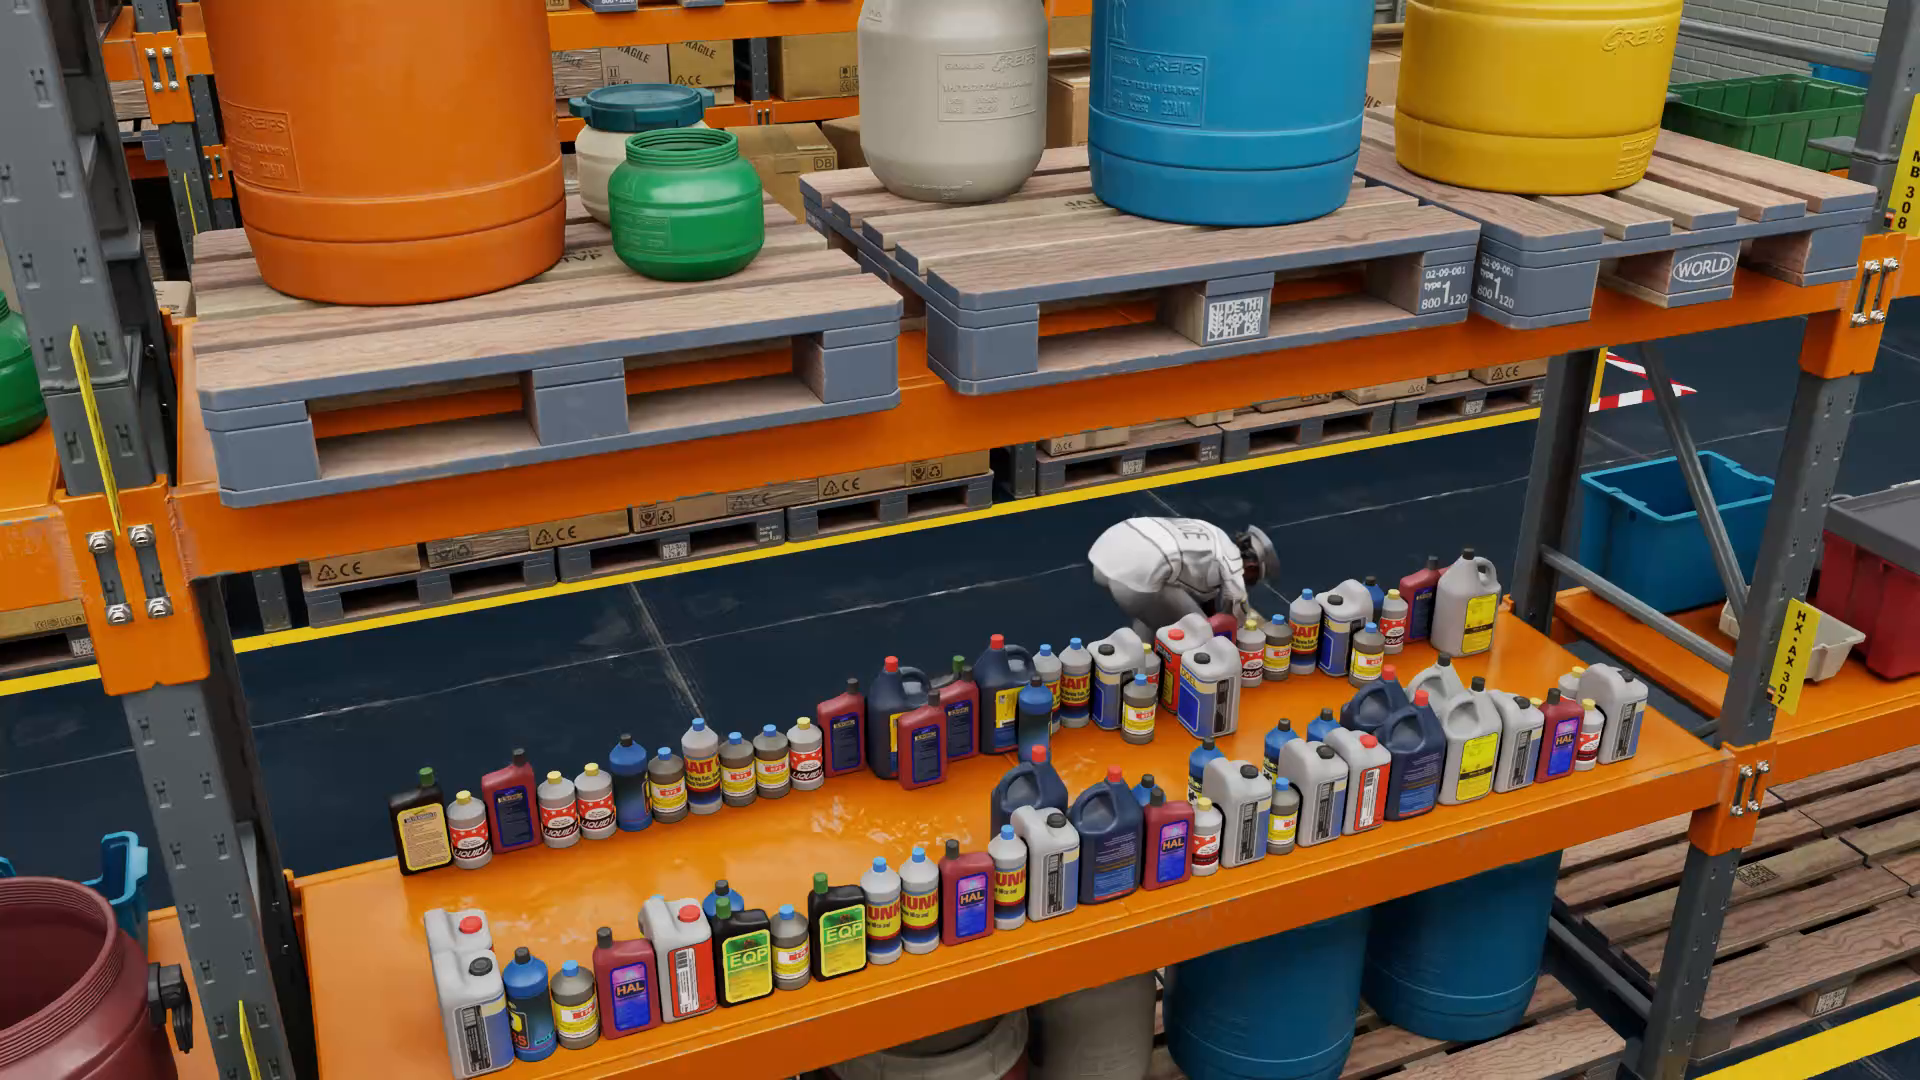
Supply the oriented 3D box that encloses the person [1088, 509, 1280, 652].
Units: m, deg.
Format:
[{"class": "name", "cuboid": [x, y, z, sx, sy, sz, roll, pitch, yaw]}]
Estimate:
[{"class": "person", "cuboid": [0.992, 0.313, 7.319, 0.906, 0.922, 0.450, -12, 29, -23]}]
